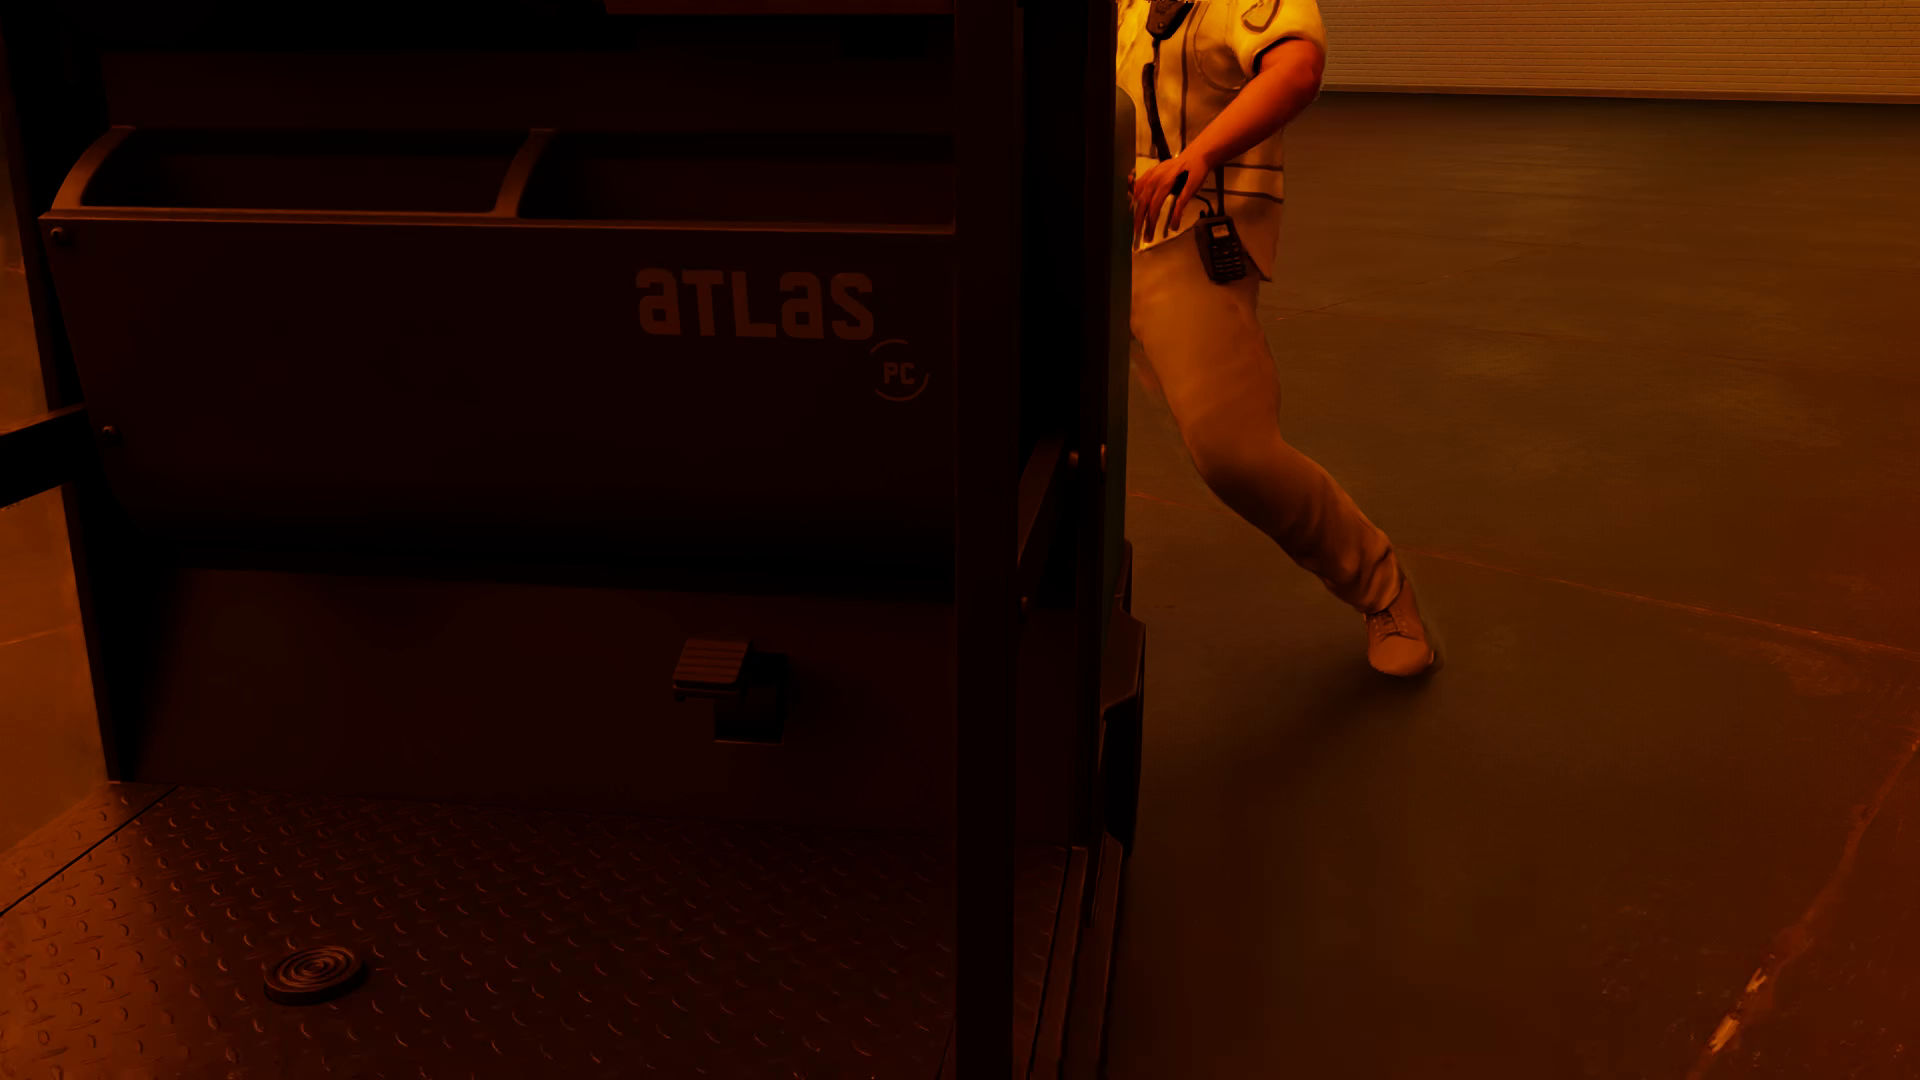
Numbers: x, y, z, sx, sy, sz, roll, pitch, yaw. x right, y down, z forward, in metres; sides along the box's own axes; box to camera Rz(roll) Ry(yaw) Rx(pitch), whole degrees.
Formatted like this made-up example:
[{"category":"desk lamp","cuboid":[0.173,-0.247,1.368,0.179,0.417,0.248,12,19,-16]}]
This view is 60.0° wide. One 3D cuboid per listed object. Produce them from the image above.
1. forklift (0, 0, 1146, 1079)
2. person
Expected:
[{"category":"forklift","cuboid":[-0.433,-0.712,1.242,1.130,2.935,3.031,2,17,8]},{"category":"person","cuboid":[0.336,-0.575,3.220,0.966,1.600,1.066,-8,18,-24]}]
